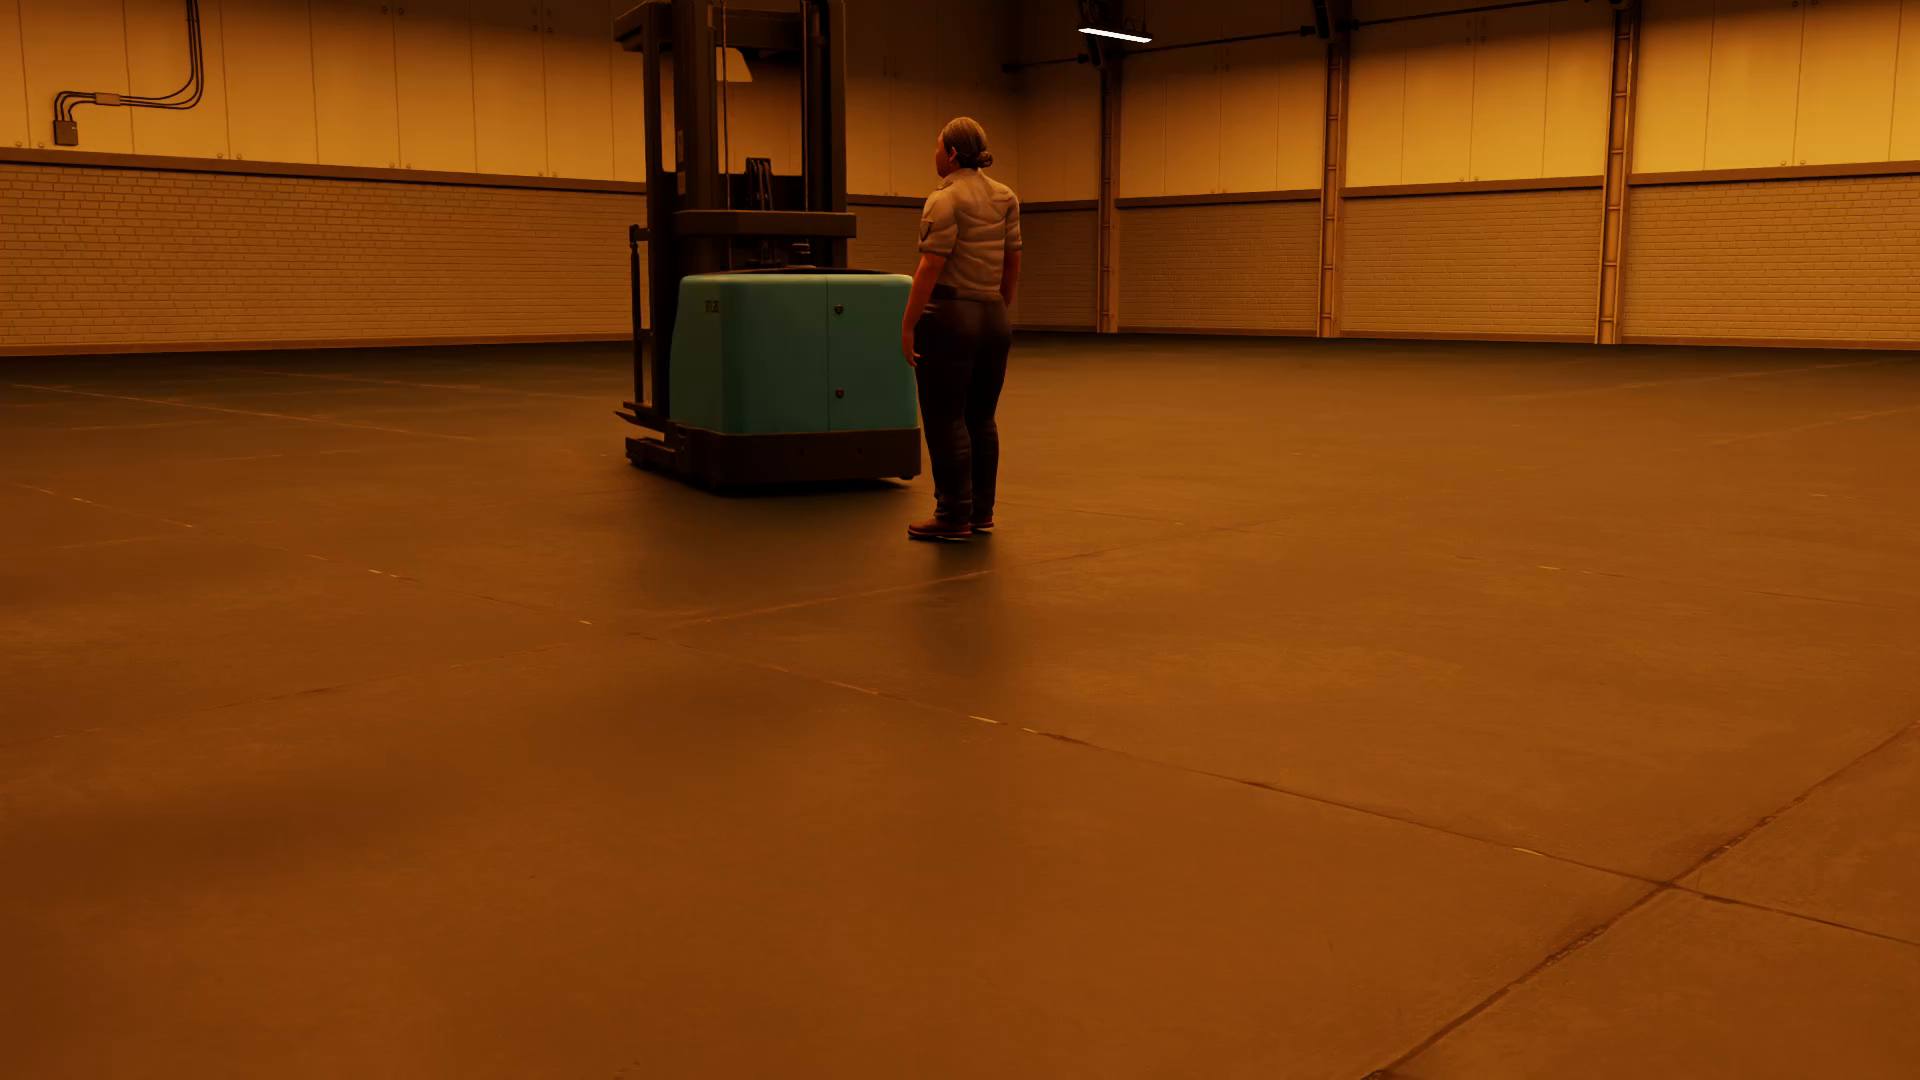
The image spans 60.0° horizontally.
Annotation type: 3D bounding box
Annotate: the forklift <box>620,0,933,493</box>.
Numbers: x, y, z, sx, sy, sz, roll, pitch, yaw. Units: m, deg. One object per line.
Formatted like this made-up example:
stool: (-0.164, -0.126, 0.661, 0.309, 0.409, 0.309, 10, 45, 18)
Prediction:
forklift: (-1.214, -1.856, 9.199, 1.130, 2.935, 3.031, -4, 9, -25)

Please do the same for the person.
person: (-0.048, -0.834, 6.671, 0.504, 1.651, 0.598, 8, 12, 43)
